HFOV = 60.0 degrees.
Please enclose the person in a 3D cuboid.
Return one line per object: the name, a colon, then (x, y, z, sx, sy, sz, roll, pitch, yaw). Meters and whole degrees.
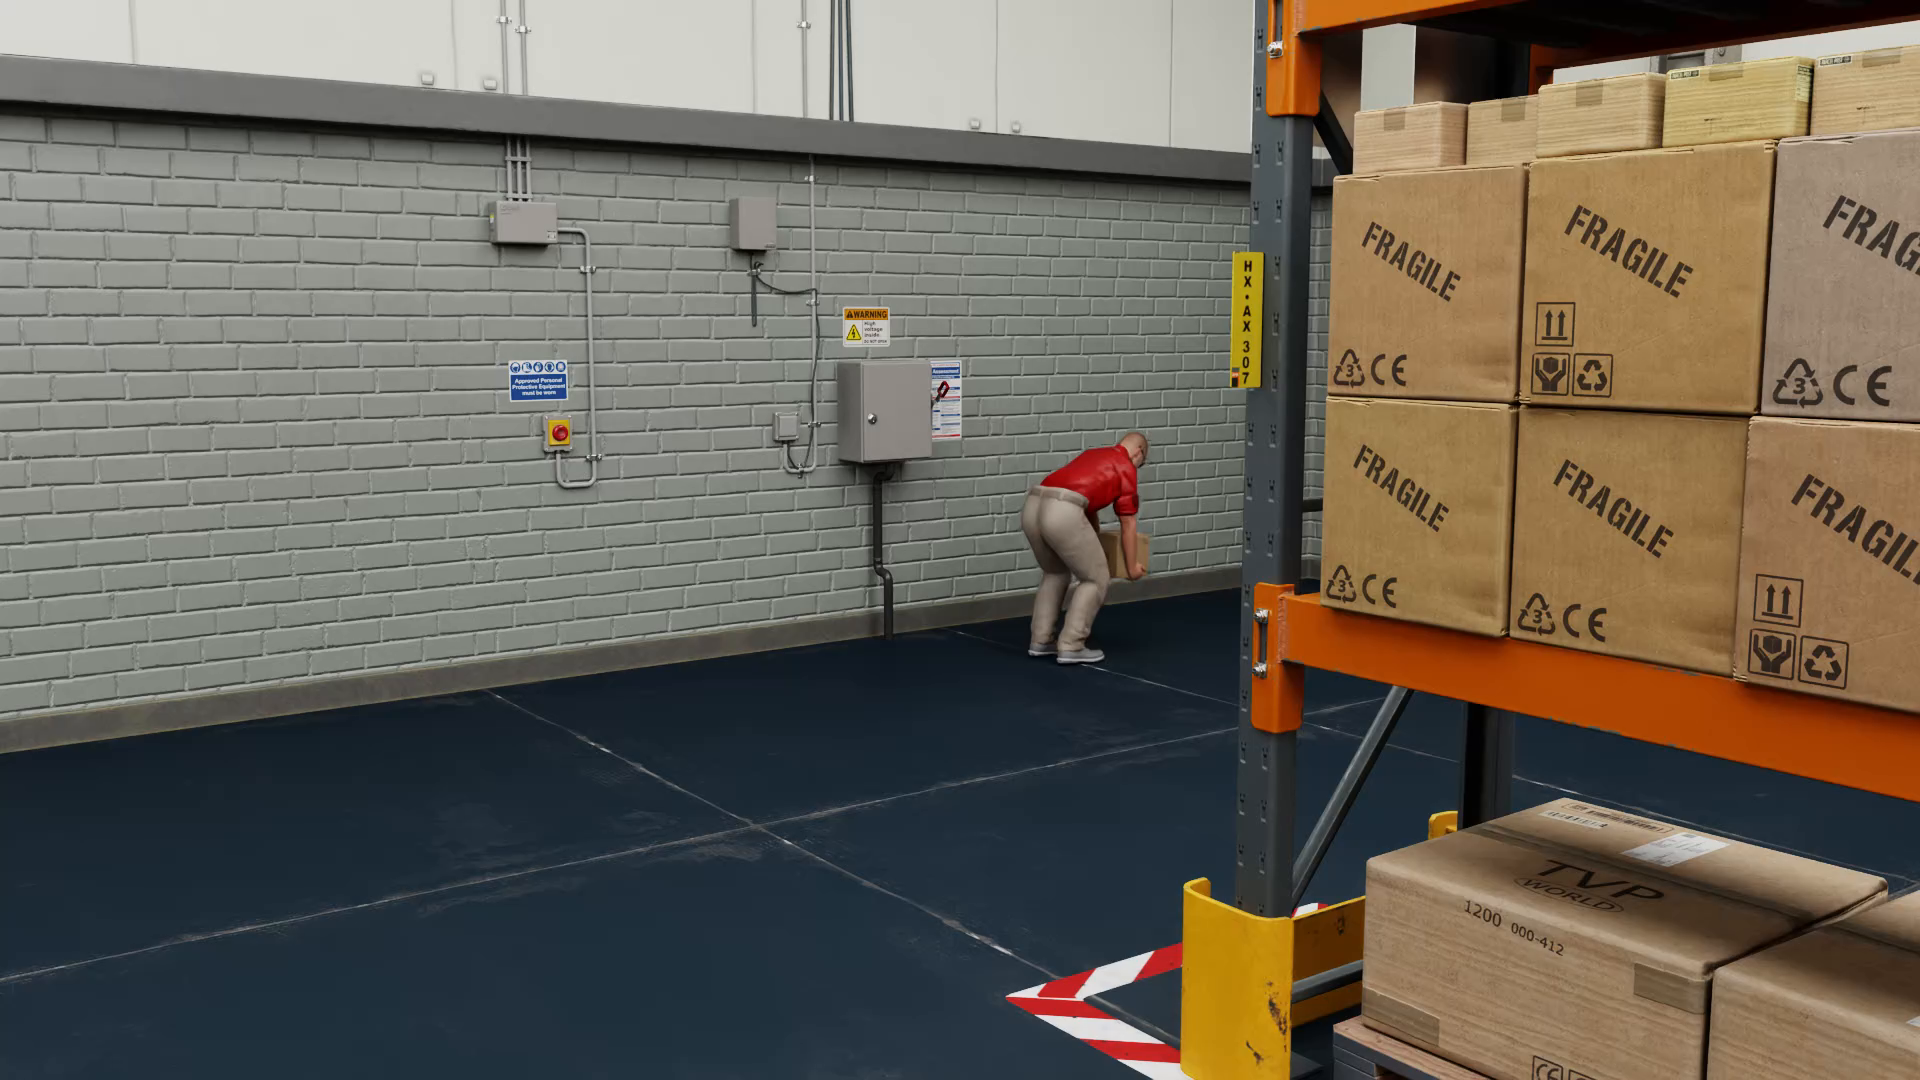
person: (0.768, 0.033, 9.729, 0.898, 1.301, 0.492, -6, 10, -38)
